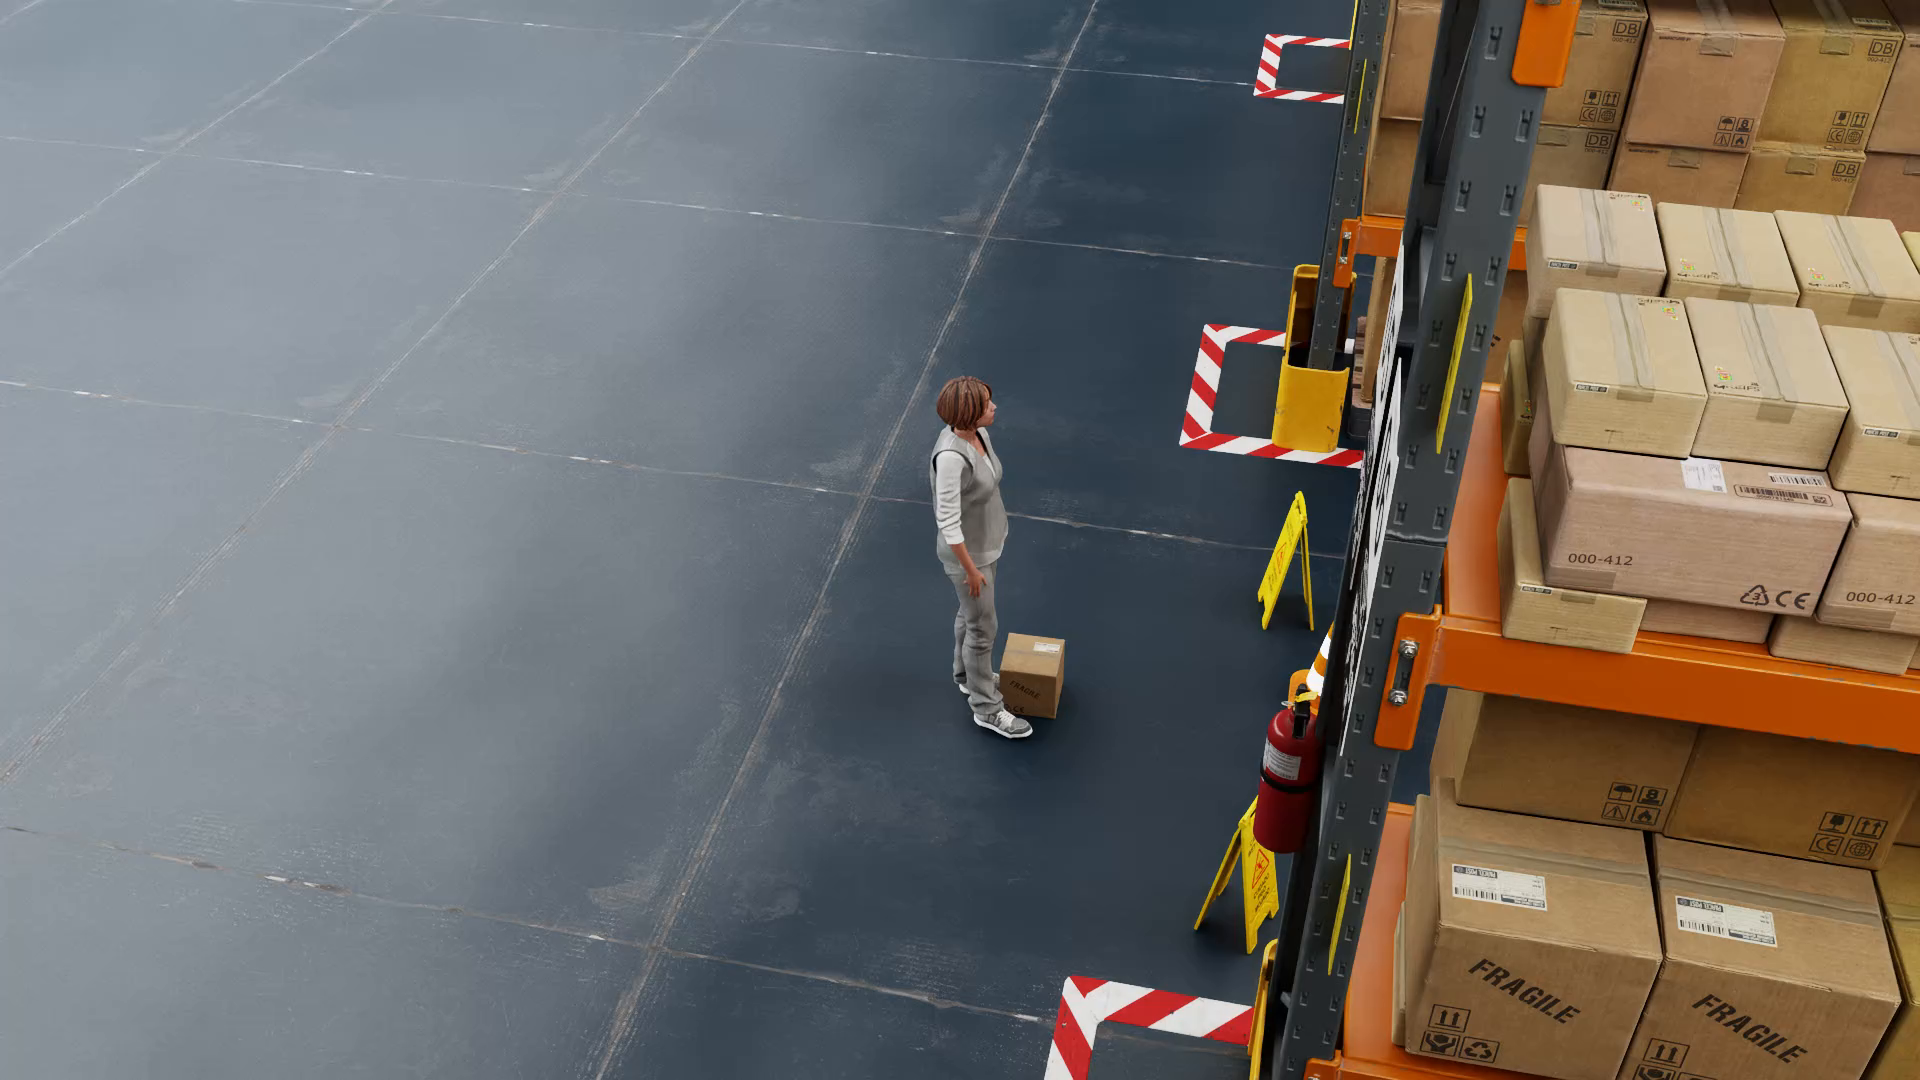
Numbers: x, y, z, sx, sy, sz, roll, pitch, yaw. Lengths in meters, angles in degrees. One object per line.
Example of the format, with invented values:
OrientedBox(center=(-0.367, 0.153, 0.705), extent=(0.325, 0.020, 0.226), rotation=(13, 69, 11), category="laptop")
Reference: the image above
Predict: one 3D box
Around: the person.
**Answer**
OrientedBox(center=(0.127, 0.049, 6.889), extent=(0.472, 1.599, 0.520), rotation=(8, 38, 10), category="person")
